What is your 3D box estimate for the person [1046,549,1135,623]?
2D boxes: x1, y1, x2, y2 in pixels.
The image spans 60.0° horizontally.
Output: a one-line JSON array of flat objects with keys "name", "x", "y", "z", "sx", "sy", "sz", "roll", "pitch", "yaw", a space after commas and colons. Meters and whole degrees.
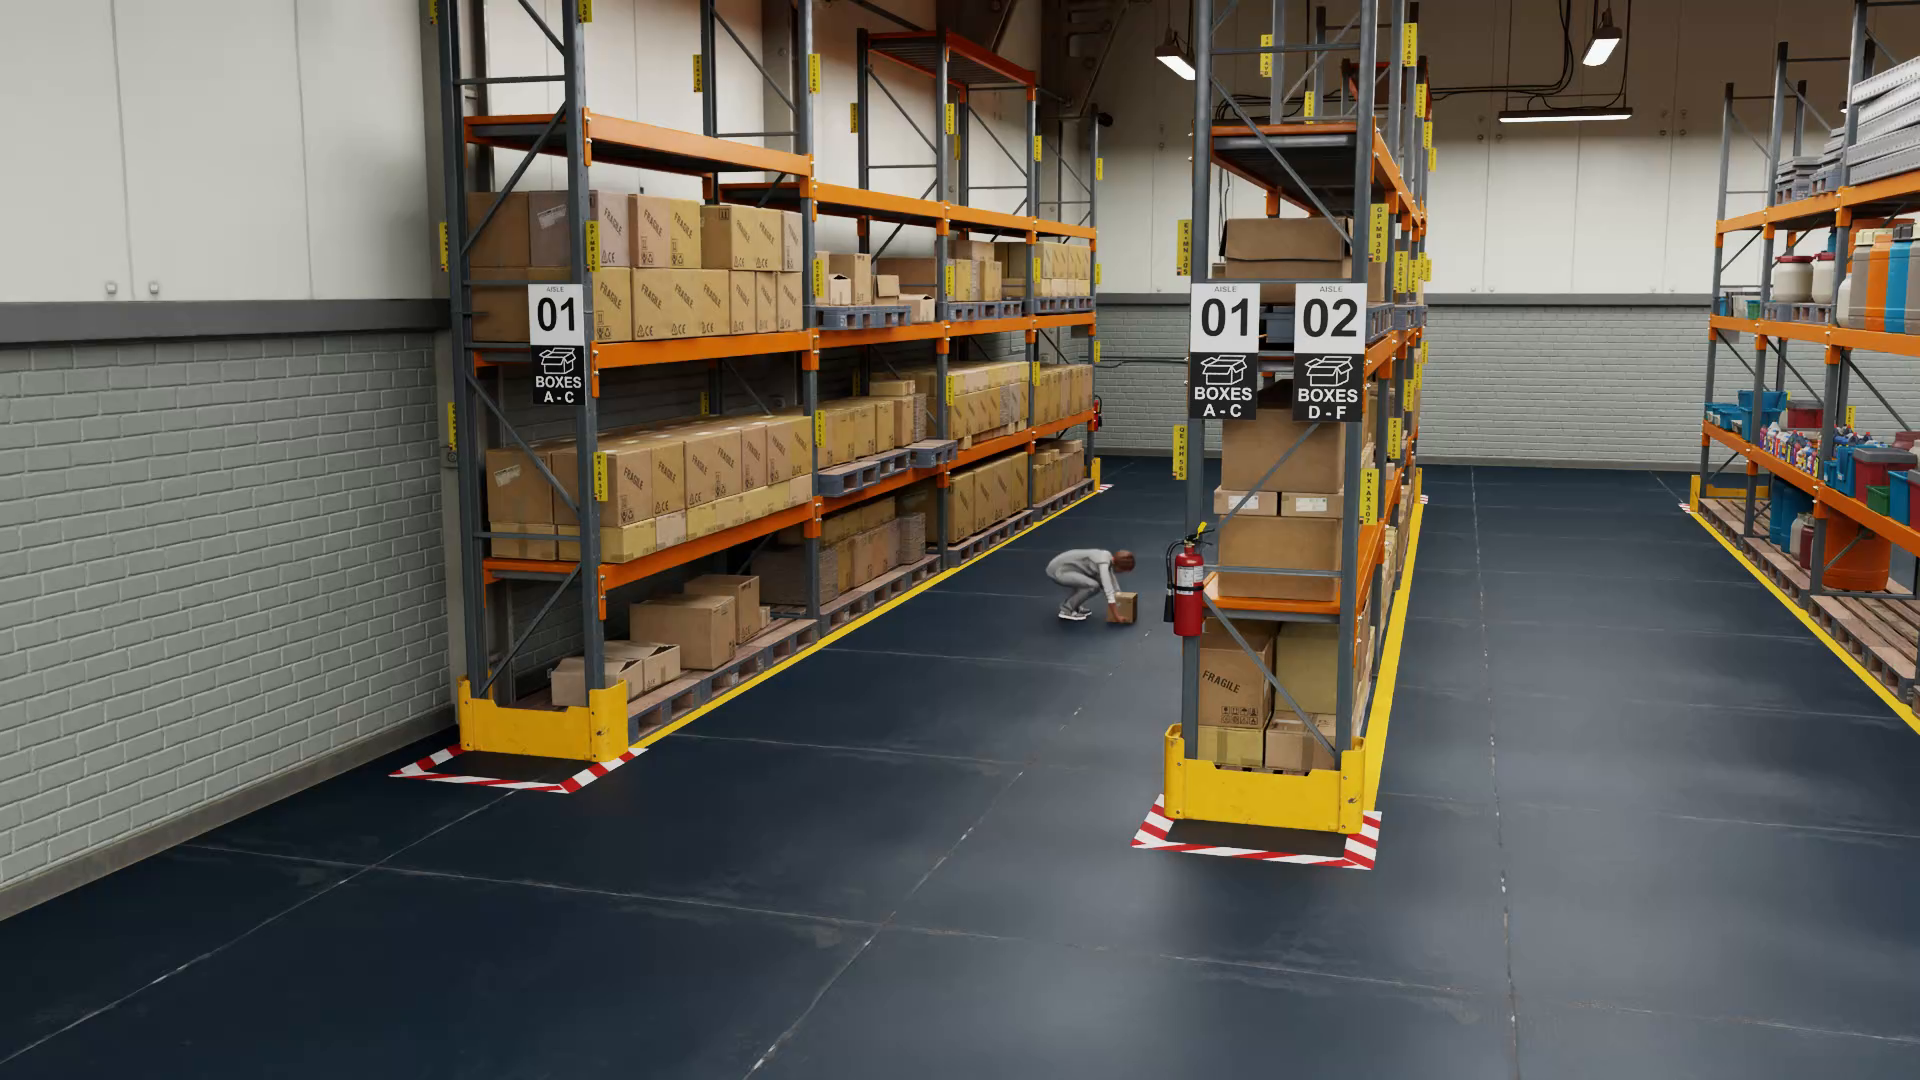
[{"name": "person", "x": 1.264, "y": 0.431, "z": 16.136, "sx": 0.863, "sy": 0.699, "sz": 0.421, "roll": 2, "pitch": 9, "yaw": 15}]
